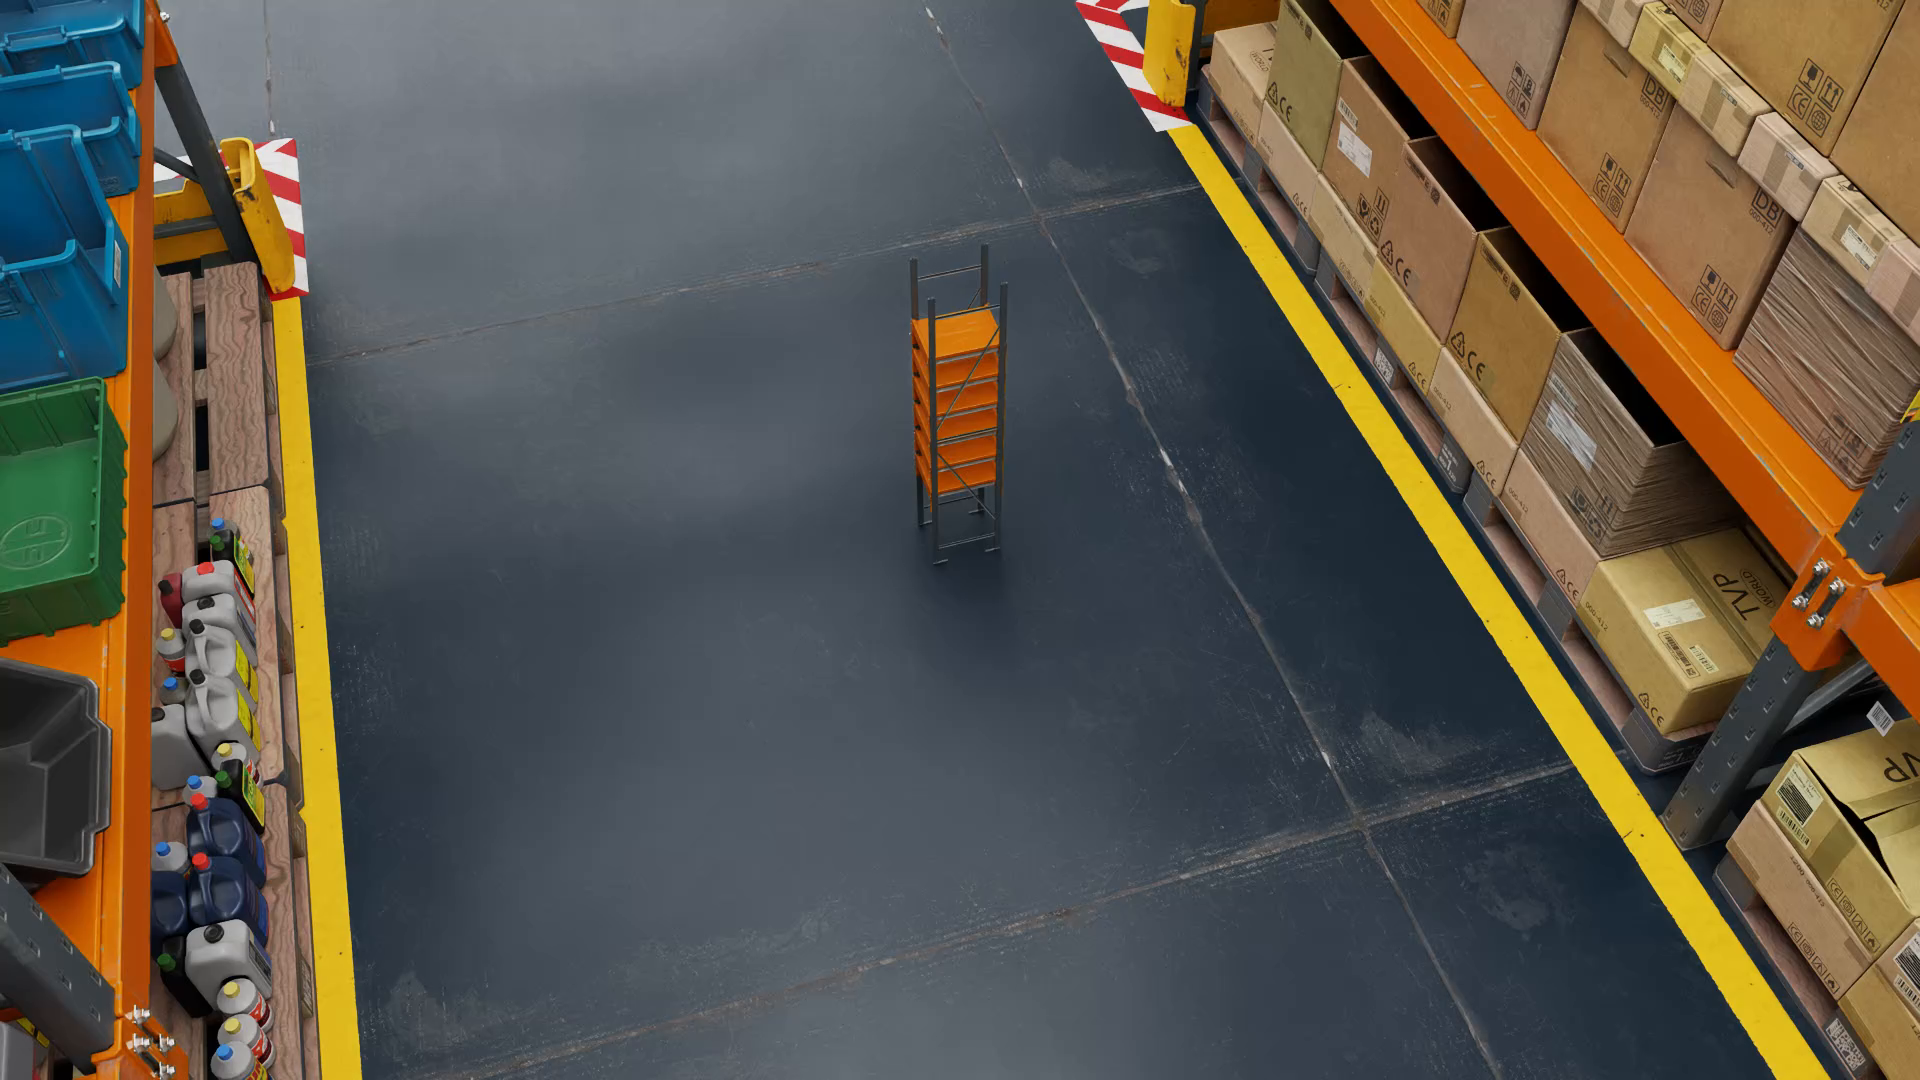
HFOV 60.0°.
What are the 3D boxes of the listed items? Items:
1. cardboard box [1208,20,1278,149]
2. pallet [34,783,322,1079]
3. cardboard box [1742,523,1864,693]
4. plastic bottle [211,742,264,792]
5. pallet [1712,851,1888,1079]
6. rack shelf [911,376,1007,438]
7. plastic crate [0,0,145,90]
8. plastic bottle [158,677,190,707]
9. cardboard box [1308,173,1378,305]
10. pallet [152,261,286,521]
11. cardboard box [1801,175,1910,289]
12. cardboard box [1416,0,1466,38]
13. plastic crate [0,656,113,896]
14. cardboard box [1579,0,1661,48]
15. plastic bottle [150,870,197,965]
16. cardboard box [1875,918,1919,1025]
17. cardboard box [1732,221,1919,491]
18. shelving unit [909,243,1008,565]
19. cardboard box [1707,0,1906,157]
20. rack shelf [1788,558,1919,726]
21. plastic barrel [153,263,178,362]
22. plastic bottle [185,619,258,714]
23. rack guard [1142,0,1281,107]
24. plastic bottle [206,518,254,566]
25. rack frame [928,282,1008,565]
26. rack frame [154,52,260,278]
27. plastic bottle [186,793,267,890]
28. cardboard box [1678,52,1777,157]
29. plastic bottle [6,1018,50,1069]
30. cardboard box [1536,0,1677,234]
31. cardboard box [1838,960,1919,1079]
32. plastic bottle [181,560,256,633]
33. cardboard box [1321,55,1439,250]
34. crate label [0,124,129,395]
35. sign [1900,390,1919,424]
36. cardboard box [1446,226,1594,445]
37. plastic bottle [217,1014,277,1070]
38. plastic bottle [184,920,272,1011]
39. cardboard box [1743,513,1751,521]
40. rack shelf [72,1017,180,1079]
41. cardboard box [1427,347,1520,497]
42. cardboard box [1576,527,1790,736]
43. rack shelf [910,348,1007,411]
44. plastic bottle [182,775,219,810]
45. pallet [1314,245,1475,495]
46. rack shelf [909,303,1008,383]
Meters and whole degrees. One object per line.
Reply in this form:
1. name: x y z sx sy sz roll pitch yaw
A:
1. cardboard box: 1.373 -1.919 6.929 0.500 0.250 0.500 -13 51 -11
2. pallet: -2.282 1.326 4.494 1.003 0.211 1.213 -13 51 -11
3. cardboard box: 2.762 0.153 5.182 0.500 0.250 0.500 -13 51 -11
4. plastic bottle: -2.082 0.654 4.779 0.097 0.201 0.097 0 50 0
5. pallet: 2.865 1.238 4.568 1.003 0.211 1.213 -13 51 -11
6. rack shelf: -0.004 -0.446 5.242 0.258 0.103 0.180 -13 51 -11
7. plastic crate: -2.872 -1.649 5.275 0.499 0.251 0.616 -13 51 -11
8. plastic bottle: -2.304 0.479 4.927 0.097 0.201 0.097 0 50 0
9. cardboard box: 1.672 -1.189 6.314 0.500 0.250 0.500 -13 51 -11
10. pallet: -3.003 -0.456 5.997 1.003 0.211 1.213 -13 51 -11
11. cardboard box: 2.254 -0.763 3.941 0.380 0.149 0.250 -14 51 -12
12. cardboard box: 1.854 -2.054 5.454 0.700 0.500 0.500 -13 51 -11
13. plastic crate: -2.156 0.536 3.377 0.767 0.338 0.504 -13 51 -11
14. cardboard box: 1.951 -1.509 4.571 0.380 0.149 0.250 -12 51 -10
15. plastic bottle: -2.103 0.988 4.400 0.144 0.351 0.185 -13 51 -11
16. cardboard box: 2.637 1.105 4.014 0.500 0.311 0.500 -14 51 -11
17. cardboard box: 2.473 -0.545 4.182 0.700 0.500 0.500 -15 51 -12
18. shelving unit: -0.004 -0.397 5.300 0.258 1.200 0.189 -13 51 -11
19. cardboard box: 2.322 -1.332 3.997 0.700 0.500 0.500 -13 51 -11
20. rack shelf: 3.201 1.502 2.992 1.077 0.370 4.000 -13 51 -11
21. plastic barrel: -3.038 -0.864 5.869 0.421 0.512 0.421 0 50 0
22. plastic bottle: -2.202 0.372 4.920 0.144 0.351 0.185 -11 51 -9
23. rack guard: 1.420 -2.323 7.382 1.175 0.500 0.348 -13 51 -11
24. plastic bottle: -2.344 0.008 5.324 0.097 0.201 0.097 0 50 0
25. rack frame: 0.023 -0.330 5.244 0.240 1.200 0.006 -13 51 -11
26. rack frame: -3.306 -1.994 5.469 1.000 3.000 0.127 -13 51 -11
27. plastic bottle: -2.021 0.818 4.543 0.144 0.351 0.185 -15 52 -13
28. cardboard box: 2.095 -1.145 4.264 0.380 0.149 0.250 -13 51 -11
29. plastic bottle: -2.451 1.201 4.220 0.144 0.351 0.185 -13 51 -11
30. cardboard box: 2.166 -1.296 4.815 0.700 0.500 0.500 -13 51 -10
31. cardboard box: 2.642 1.285 4.229 0.500 0.250 0.500 -12 51 -10
32. plastic bottle: -2.296 0.174 5.135 0.152 0.276 0.135 -13 51 -11
33. cardboard box: 1.683 -1.433 6.030 0.500 0.500 0.500 -13 51 -11
34. crate label: -2.503 -0.723 4.374 0.502 0.435 0.616 -13 51 -11
35. sign: 2.080 -0.368 3.480 0.100 0.325 0.005 -13 51 -11
36. cardboard box: 1.976 -0.702 5.414 0.500 0.500 0.500 -13 51 -11
37. plastic bottle: -1.828 1.281 4.251 0.097 0.201 0.097 0 50 0
38. plastic bottle: -1.920 1.101 4.353 0.152 0.276 0.135 -12 51 -10
39. cardboard box: 2.617 -0.454 5.204 0.500 0.500 0.500 -13 51 -11
40. rack shelf: -1.531 2.620 2.050 1.077 0.370 4.000 -13 51 -11
41. cardboard box: 1.964 -0.458 5.698 0.500 0.250 0.500 -13 51 -11
42. cardboard box: 2.264 0.271 5.083 0.500 0.250 0.500 -13 51 -11
43. rack shelf: -0.004 -0.523 5.151 0.258 0.103 0.180 -13 51 -11
44. plastic bottle: -2.100 0.744 4.657 0.097 0.271 0.097 0 50 0
45. pallet: 2.050 -0.774 6.265 1.003 0.211 1.213 -13 51 -11
46. rack shelf: -0.004 -0.601 5.059 0.258 0.103 0.180 -13 51 -11
